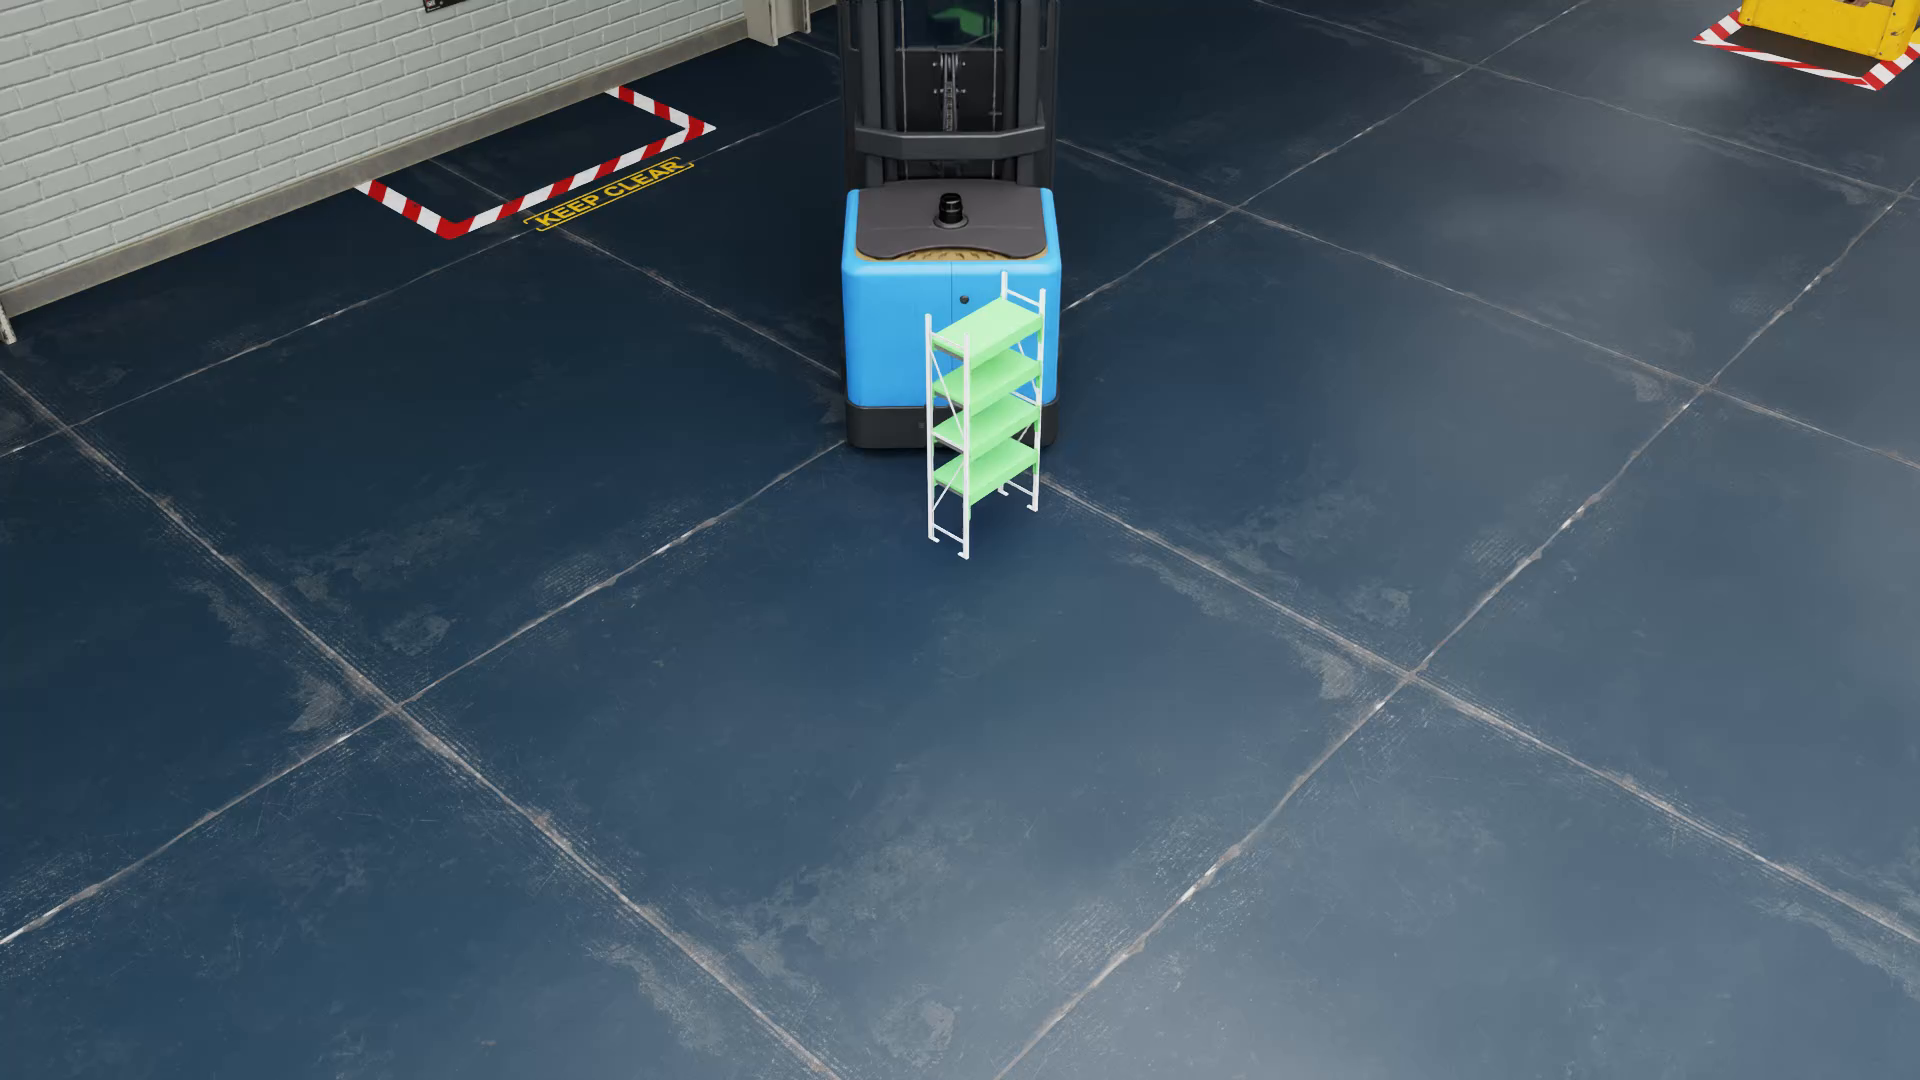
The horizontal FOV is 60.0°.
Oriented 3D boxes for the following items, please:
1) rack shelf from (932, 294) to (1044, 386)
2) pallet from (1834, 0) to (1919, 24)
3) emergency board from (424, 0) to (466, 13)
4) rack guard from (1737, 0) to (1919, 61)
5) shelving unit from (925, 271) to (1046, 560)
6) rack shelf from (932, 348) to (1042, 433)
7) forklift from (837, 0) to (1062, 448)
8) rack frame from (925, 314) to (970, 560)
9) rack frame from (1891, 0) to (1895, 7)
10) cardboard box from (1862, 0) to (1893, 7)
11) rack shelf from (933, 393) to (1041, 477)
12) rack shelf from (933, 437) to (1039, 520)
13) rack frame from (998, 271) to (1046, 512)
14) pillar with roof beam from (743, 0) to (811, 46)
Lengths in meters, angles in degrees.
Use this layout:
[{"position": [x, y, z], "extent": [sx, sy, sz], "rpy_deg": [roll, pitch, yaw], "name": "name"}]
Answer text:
[{"position": [0.112, -0.871, 7.213], "extent": [0.258, 0.148, 0.480], "rpy_deg": [30, 47, 32], "name": "rack shelf"}, {"position": [6.987, -4.269, 12.949], "extent": [1.003, 0.211, 1.213], "rpy_deg": [30, 47, 32], "name": "pallet"}, {"position": [-3.086, -3.883, 10.223], "extent": [0.157, 1.169, 0.626], "rpy_deg": [30, 47, 32], "name": "emergency board"}, {"position": [6.486, -4.002, 12.382], "extent": [1.175, 0.500, 0.348], "rpy_deg": [30, 47, 32], "name": "rack guard"}, {"position": [0.112, -0.546, 7.472], "extent": [0.258, 1.200, 0.503], "rpy_deg": [30, 47, 32], "name": "shelving unit"}, {"position": [0.112, -0.684, 7.363], "extent": [0.258, 0.148, 0.480], "rpy_deg": [30, 47, 32], "name": "rack shelf"}, {"position": [-0.060, -2.488, 8.524], "extent": [1.130, 2.935, 3.031], "rpy_deg": [-1, 38, -1], "name": "forklift"}, {"position": [-0.053, -0.434, 7.331], "extent": [0.240, 1.200, 0.015], "rpy_deg": [30, 47, 32], "name": "rack frame"}, {"position": [6.502, -4.992, 11.618], "extent": [1.000, 3.000, 0.127], "rpy_deg": [30, 47, 32], "name": "rack frame"}, {"position": [7.028, -4.233, 12.535], "extent": [0.500, 0.250, 0.500], "rpy_deg": [30, 47, 32], "name": "cardboard box"}, {"position": [0.112, -0.496, 7.512], "extent": [0.258, 0.148, 0.480], "rpy_deg": [30, 47, 32], "name": "rack shelf"}, {"position": [0.112, -0.308, 7.661], "extent": [0.258, 0.148, 0.480], "rpy_deg": [30, 47, 32], "name": "rack shelf"}, {"position": [0.276, -0.658, 7.613], "extent": [0.240, 1.200, 0.015], "rpy_deg": [30, 47, 32], "name": "rack frame"}, {"position": [1.807, -5.539, 7.485], "extent": [9.100, 9.000, 0.400], "rpy_deg": [30, 47, 32], "name": "pillar with roof beam"}]
